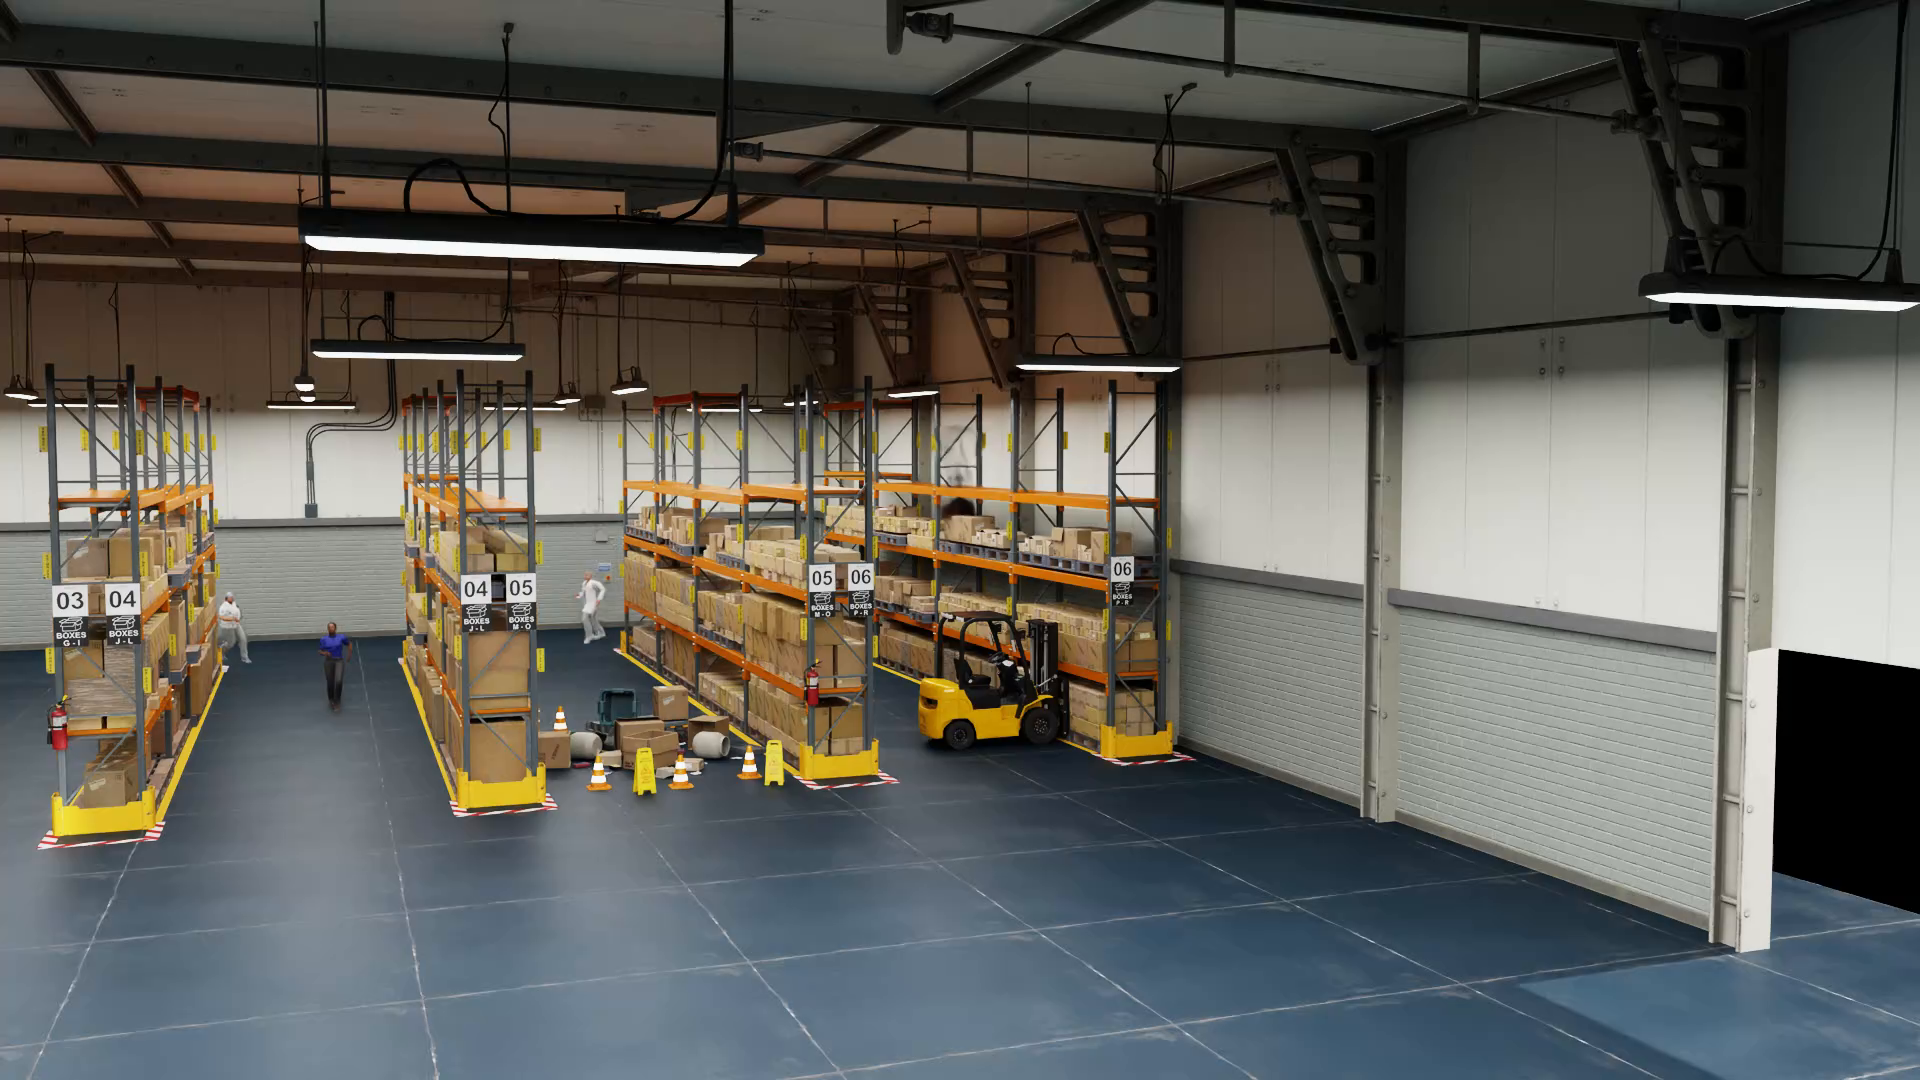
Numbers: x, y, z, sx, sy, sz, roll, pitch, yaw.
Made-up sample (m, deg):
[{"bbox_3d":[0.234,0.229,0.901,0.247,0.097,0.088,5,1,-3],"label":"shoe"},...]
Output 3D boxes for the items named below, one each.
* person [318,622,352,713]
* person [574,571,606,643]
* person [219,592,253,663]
[{"bbox_3d":[-11.724,2.376,31.186,0.581,1.694,0.765,-1,3,-16],"label":"person"},{"bbox_3d":[-9.290,1.689,41.800,0.877,1.843,0.647,-3,4,-39],"label":"person"},{"bbox_3d":[-16.576,1.993,37.723,0.848,1.654,0.639,1,3,16],"label":"person"}]
